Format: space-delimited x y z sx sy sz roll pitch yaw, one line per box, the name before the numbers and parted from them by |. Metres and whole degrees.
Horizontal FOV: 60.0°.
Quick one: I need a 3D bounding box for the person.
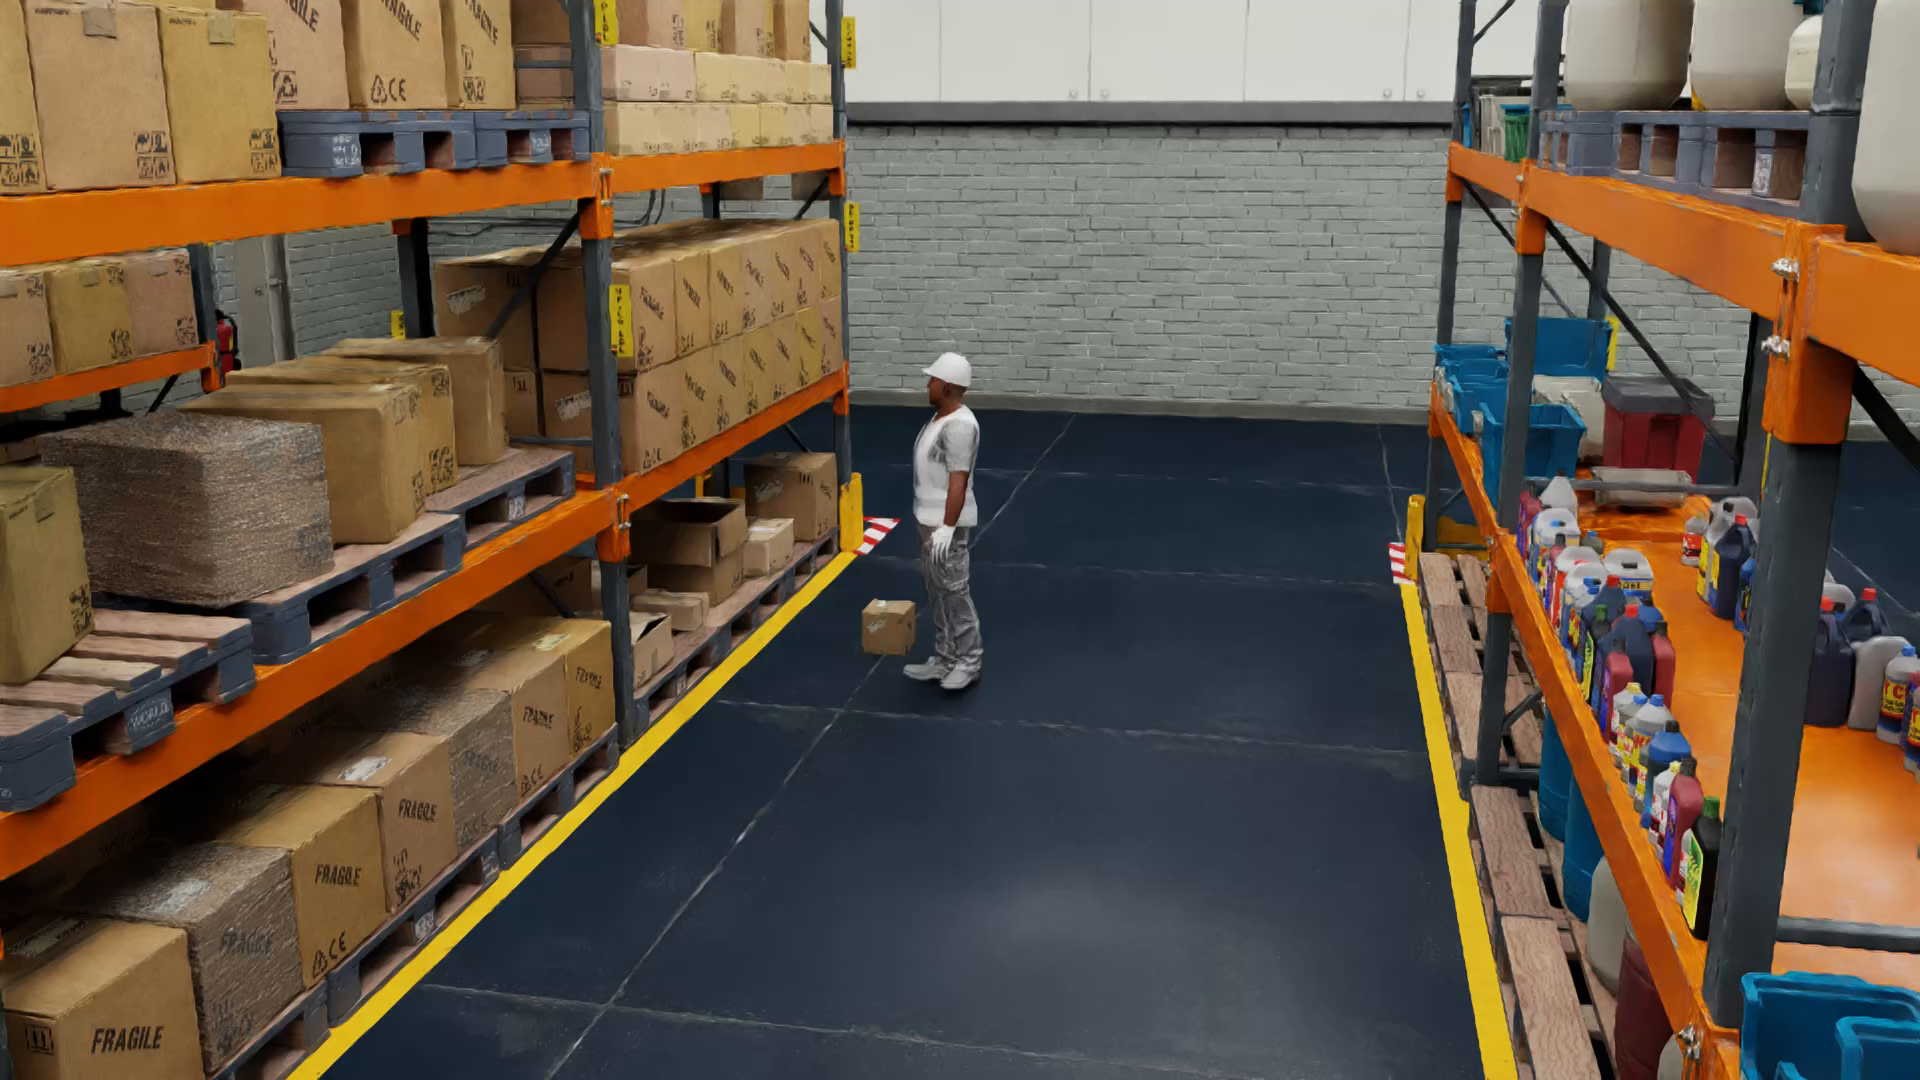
person | -0.086 -0.095 8.792 0.410 1.788 0.601 -3 15 -10
